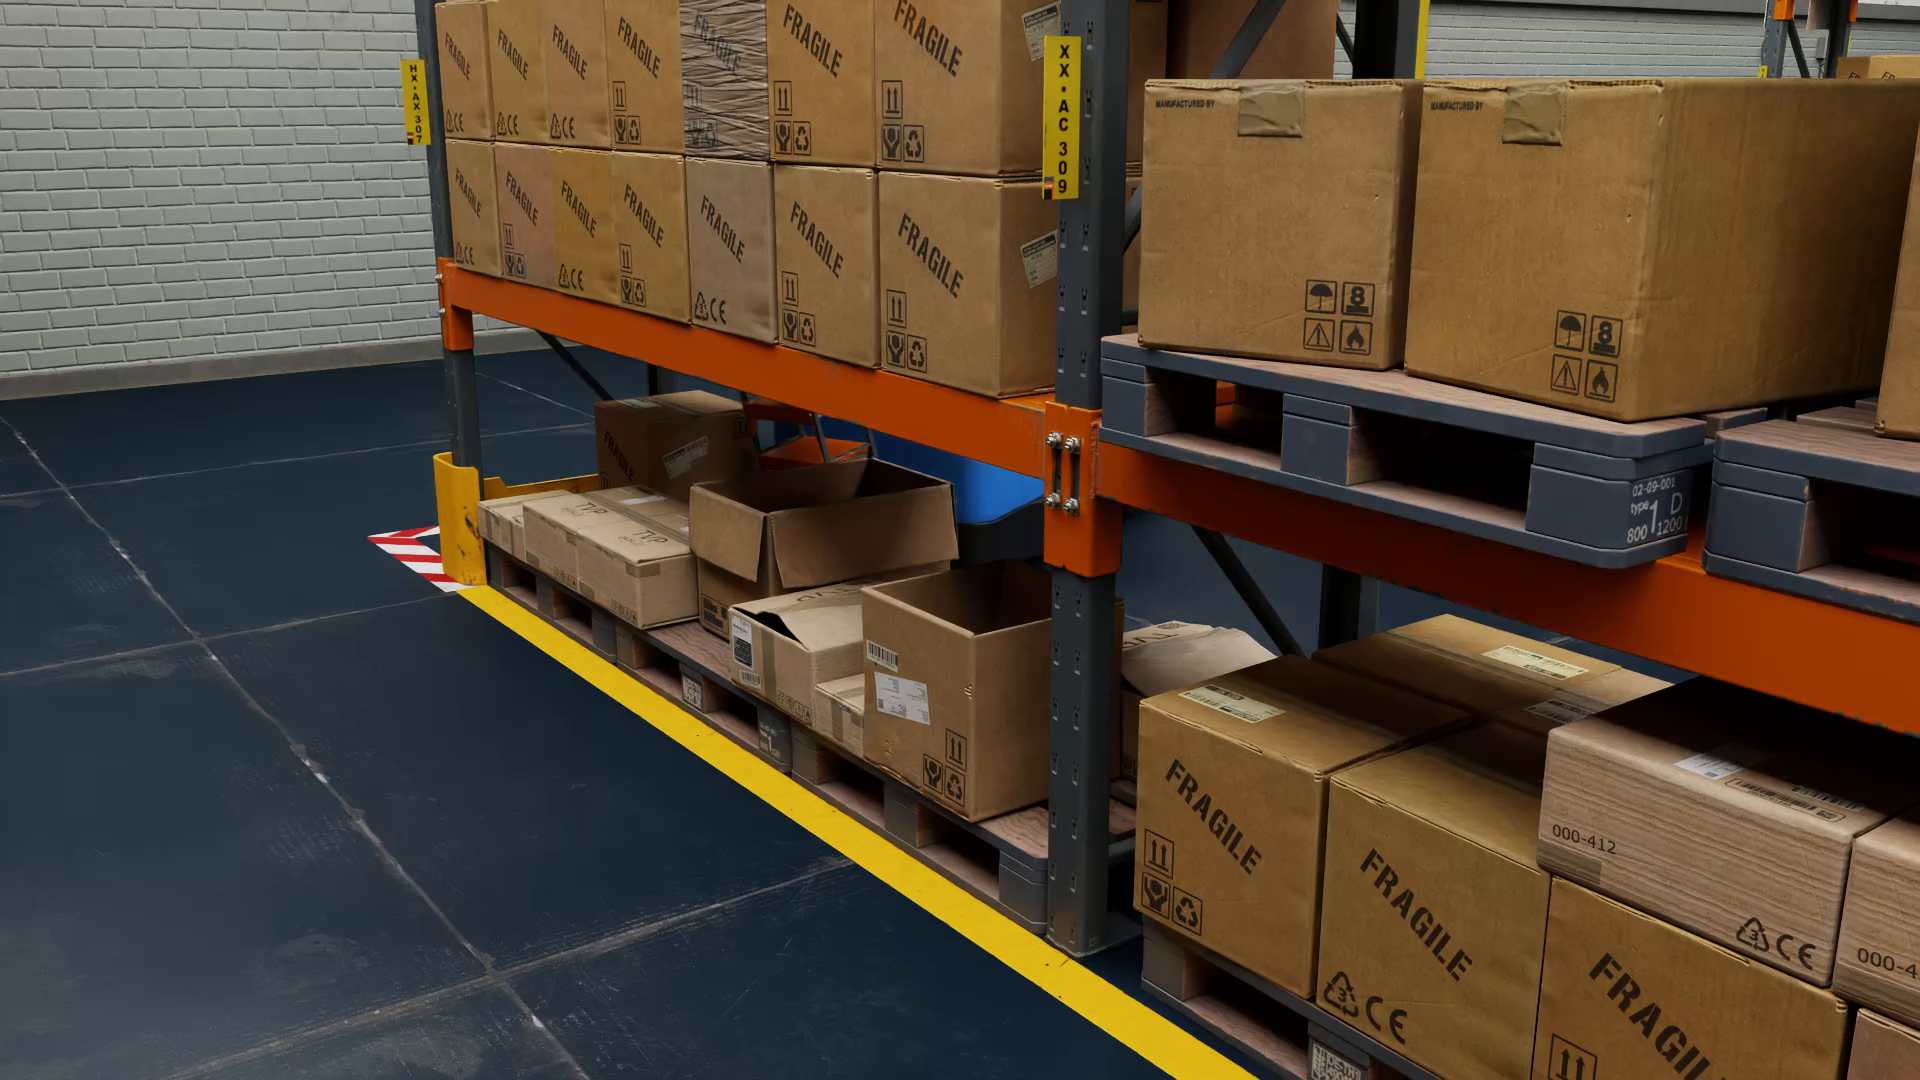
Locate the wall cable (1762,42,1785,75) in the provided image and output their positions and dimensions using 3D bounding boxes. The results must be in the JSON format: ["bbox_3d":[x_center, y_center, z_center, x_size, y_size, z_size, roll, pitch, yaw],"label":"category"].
[{"bbox_3d":[10.992,-6.173,22.465,0.585,1.953,0.123,-11,19,-35],"label":"wall cable"}]

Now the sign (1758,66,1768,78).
[{"bbox_3d":[5.858,-3.300,12.163,0.100,0.325,0.005,-11,19,-35],"label":"sign"}]

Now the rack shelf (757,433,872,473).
[{"bbox_3d":[-0.566,-0.301,6.657,0.258,0.148,0.480,-26,22,-34],"label":"rack shelf"}]

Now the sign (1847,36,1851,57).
[{"bbox_3d":[6.757,-3.684,12.710,0.100,0.325,0.005,-11,19,-35],"label":"sign"}]

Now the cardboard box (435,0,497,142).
[{"bbox_3d":[-1.657,-1.788,6.342,0.500,0.500,0.500,-10,18,-33],"label":"cardboard box"}]

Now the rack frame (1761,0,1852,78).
[{"bbox_3d":[6.310,-2.930,12.598,1.000,3.000,0.127,-11,19,-35],"label":"rack frame"}]

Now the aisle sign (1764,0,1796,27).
[{"bbox_3d":[6.025,-4.152,12.140,0.394,0.787,0.004,-11,19,-35],"label":"aisle sign"}]

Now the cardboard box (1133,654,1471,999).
[{"bbox_3d":[0.734,0.596,3.618,0.500,0.500,0.500,-12,19,-37],"label":"cardboard box"}]

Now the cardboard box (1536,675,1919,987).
[{"bbox_3d":[1.322,0.448,2.739,0.500,0.250,0.500,-11,19,-34],"label":"cardboard box"}]

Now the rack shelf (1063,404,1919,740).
[{"bbox_3d":[1.823,0.235,2.396,1.077,0.370,4.000,-11,19,-35],"label":"rack shelf"}]

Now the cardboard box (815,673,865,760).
[{"bbox_3d":[-0.186,0.476,4.722,0.380,0.149,0.250,-11,19,-35],"label":"cardboard box"}]

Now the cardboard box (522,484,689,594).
[{"bbox_3d":[-1.321,-0.012,6.312,0.500,0.250,0.500,-11,19,-35],"label":"cardboard box"}]

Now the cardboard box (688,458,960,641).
[{"bbox_3d":[-0.462,0.053,5.596,0.797,0.503,0.637,-11,19,-35],"label":"cardboard box"}]

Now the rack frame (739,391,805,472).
[{"bbox_3d":[-0.734,-0.391,6.823,0.240,1.200,0.015,-26,22,-34],"label":"rack frame"}]

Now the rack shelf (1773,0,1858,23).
[{"bbox_3d":[7.486,-3.602,10.736,1.077,0.370,4.000,-11,19,-35],"label":"rack shelf"}]

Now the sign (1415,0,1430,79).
[{"bbox_3d":[1.094,-1.184,4.026,0.100,0.325,0.005,-11,19,-35],"label":"sign"}]

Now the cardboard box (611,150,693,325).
[{"bbox_3d":[-0.764,-0.981,5.290,0.500,0.500,0.500,-11,19,-34],"label":"cardboard box"}]

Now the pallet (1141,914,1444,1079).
[{"bbox_3d":[1.156,0.974,3.617,1.003,0.211,1.213,-11,19,-35],"label":"pallet"}]

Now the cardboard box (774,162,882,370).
[{"bbox_3d":[-0.159,-0.764,4.494,0.500,0.500,0.500,-10,18,-33],"label":"cardboard box"}]

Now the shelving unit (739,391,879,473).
[{"bbox_3d":[-0.581,-0.363,6.636,0.258,1.200,0.503,-26,22,-34],"label":"shelving unit"}]

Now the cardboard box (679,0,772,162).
[{"bbox_3d":[-0.459,-1.353,4.756,0.500,0.500,0.500,-11,19,-34],"label":"cardboard box"}]

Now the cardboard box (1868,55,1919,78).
[{"bbox_3d":[6.668,-3.111,11.561,0.500,0.500,0.500,-11,19,-36],"label":"cardboard box"}]

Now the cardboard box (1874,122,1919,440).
[{"bbox_3d":[1.736,-0.422,2.450,0.500,0.500,0.700,12,19,38],"label":"cardboard box"}]

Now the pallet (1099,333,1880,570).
[{"bbox_3d":[1.029,-0.258,3.202,1.003,0.211,1.213,-11,19,-35],"label":"pallet"}]

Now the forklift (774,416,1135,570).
[{"bbox_3d":[0.308,-1.586,7.820,1.130,2.935,3.031,7,17,25],"label":"forklift"}]

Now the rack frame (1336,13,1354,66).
[{"bbox_3d":[2.304,-2.161,9.789,1.000,3.000,0.127,-11,19,-35],"label":"rack frame"}]

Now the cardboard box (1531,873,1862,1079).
[{"bbox_3d":[1.345,0.816,2.814,0.500,0.500,0.500,-11,19,-34],"label":"cardboard box"}]

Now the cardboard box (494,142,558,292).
[{"bbox_3d":[-1.350,-1.196,6.074,0.500,0.500,0.500,-11,19,-35],"label":"cardboard box"}]

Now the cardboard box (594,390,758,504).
[{"bbox_3d":[-1.186,-0.321,6.970,0.500,0.500,0.500,-11,19,-35],"label":"cardboard box"}]

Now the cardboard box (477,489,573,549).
[{"bbox_3d":[-1.737,-0.087,6.779,0.380,0.149,0.250,-11,19,-35],"label":"cardboard box"}]

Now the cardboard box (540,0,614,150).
[{"bbox_3d":[-1.054,-1.569,5.545,0.500,0.500,0.500,-11,19,-34],"label":"cardboard box"}]

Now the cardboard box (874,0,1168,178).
[{"bbox_3d":[0.140,-1.137,3.964,0.500,0.500,0.500,-11,19,-34],"label":"cardboard box"}]

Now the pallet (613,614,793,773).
[{"bbox_3d":[-0.477,0.399,5.719,1.003,0.211,1.213,-11,19,-35],"label":"pallet"}]

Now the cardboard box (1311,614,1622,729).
[{"bbox_3d":[1.169,0.516,3.911,0.500,0.500,0.500,-11,19,-35],"label":"cardboard box"}]

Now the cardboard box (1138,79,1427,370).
[{"bbox_3d":[0.745,-0.653,3.297,0.500,0.500,0.700,10,18,33],"label":"cardboard box"}]
